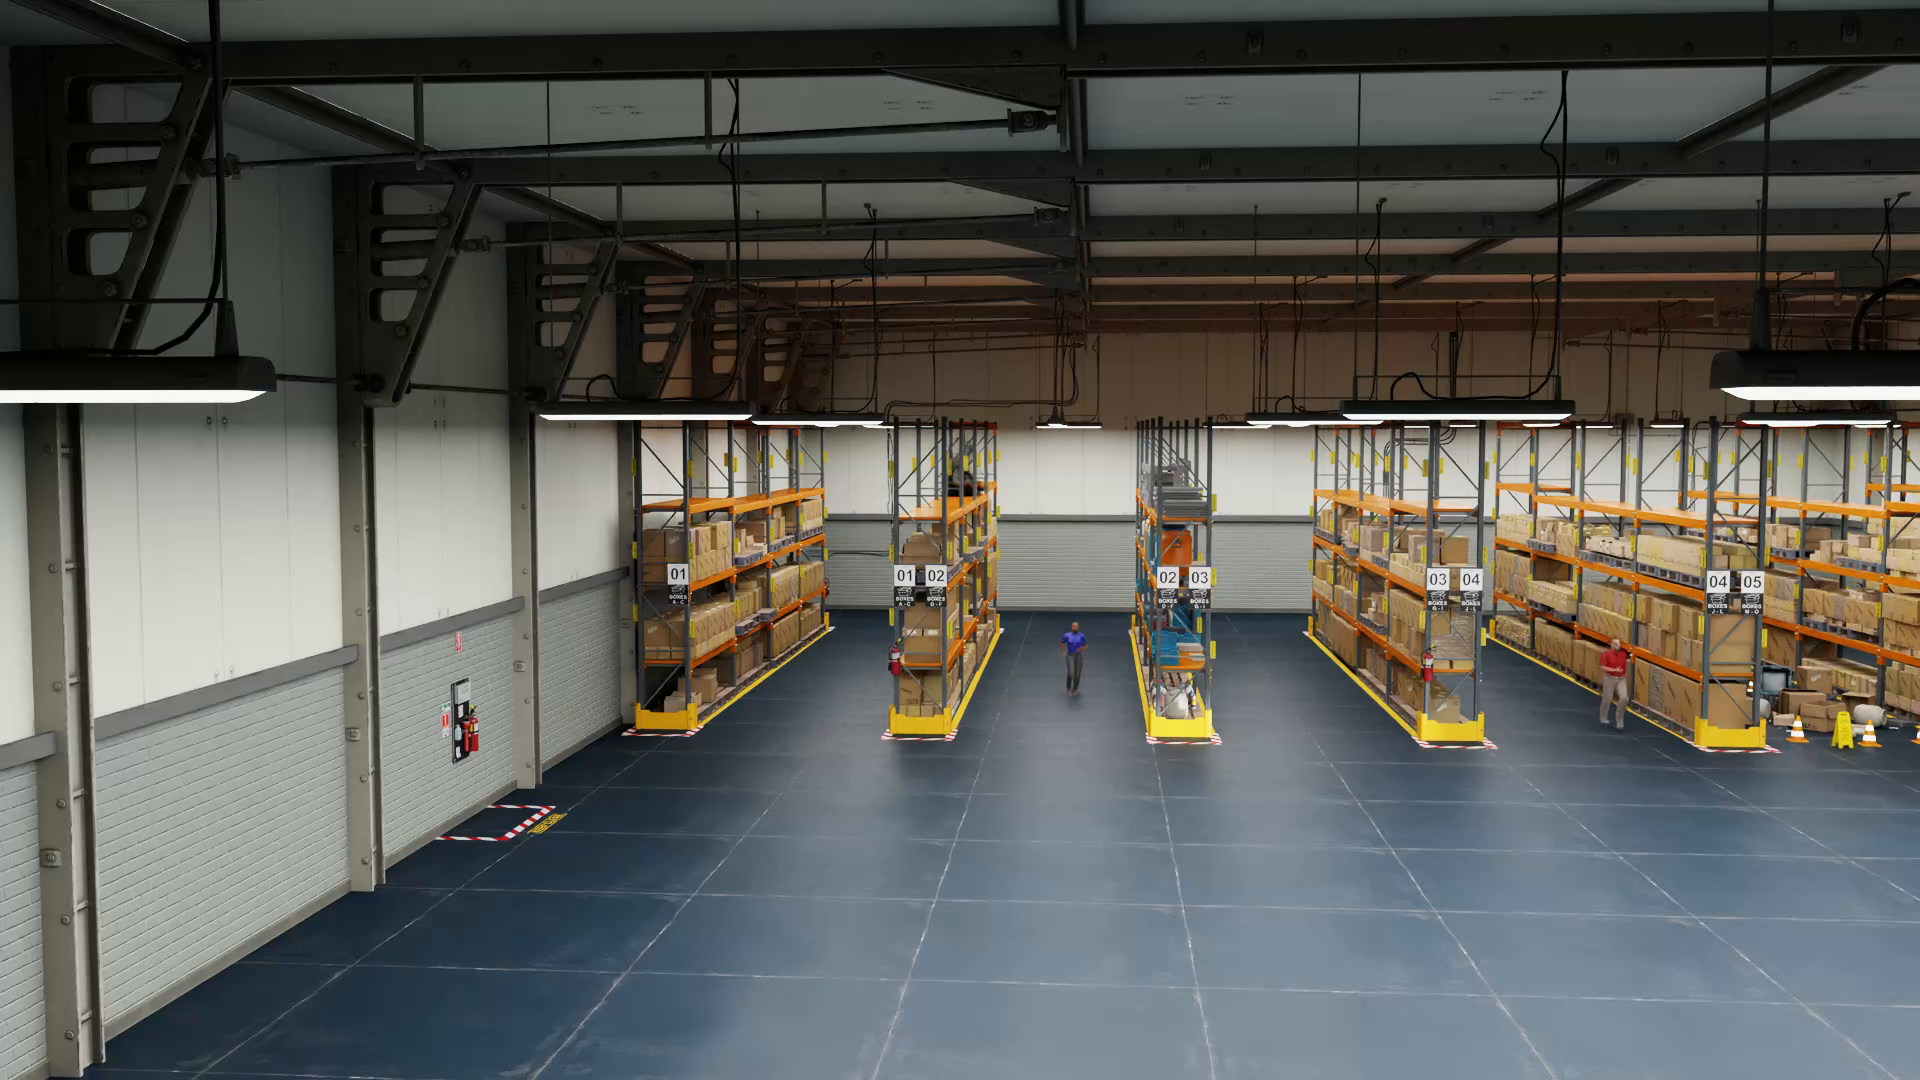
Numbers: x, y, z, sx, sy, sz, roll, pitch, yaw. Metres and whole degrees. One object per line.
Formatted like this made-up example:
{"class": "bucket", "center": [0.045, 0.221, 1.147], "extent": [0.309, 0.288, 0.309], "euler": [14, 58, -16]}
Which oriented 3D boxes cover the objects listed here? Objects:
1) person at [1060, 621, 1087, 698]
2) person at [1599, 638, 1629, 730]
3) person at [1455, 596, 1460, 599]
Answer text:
{"class": "person", "center": [2.451, 2.560, 35.700], "extent": [0.546, 1.633, 0.666], "euler": [0, 4, -7]}
{"class": "person", "center": [12.642, 2.777, 32.127], "extent": [0.630, 1.787, 0.849], "euler": [0, 4, -2]}
{"class": "person", "center": [13.452, 1.941, 45.663], "extent": [0.602, 1.601, 0.524], "euler": [2, 4, 24]}
